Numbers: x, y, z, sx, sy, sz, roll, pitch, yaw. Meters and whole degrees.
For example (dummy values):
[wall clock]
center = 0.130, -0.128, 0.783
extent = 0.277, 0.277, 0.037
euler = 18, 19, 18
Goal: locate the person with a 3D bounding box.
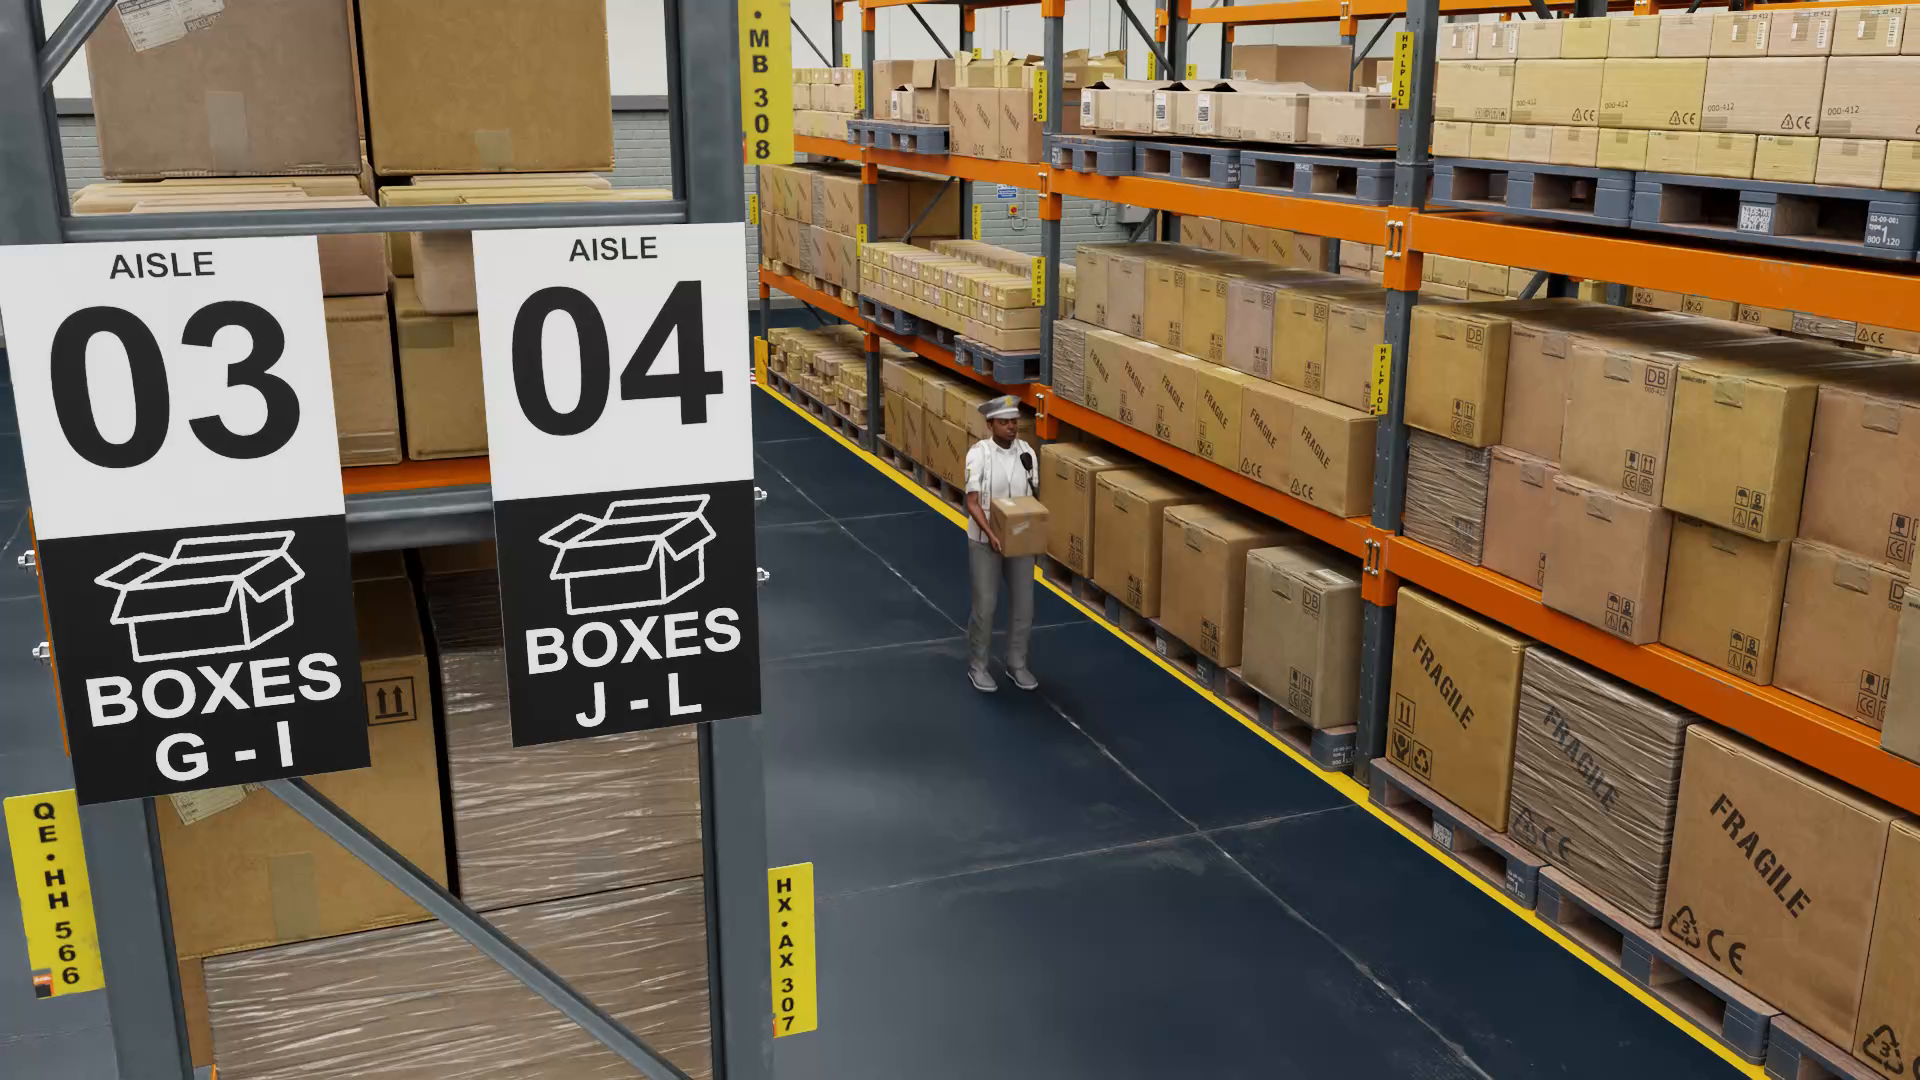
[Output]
[person]
center = 0.260, 0.024, 9.399
extent = 0.451, 1.687, 0.531
euler = -6, 17, -19
